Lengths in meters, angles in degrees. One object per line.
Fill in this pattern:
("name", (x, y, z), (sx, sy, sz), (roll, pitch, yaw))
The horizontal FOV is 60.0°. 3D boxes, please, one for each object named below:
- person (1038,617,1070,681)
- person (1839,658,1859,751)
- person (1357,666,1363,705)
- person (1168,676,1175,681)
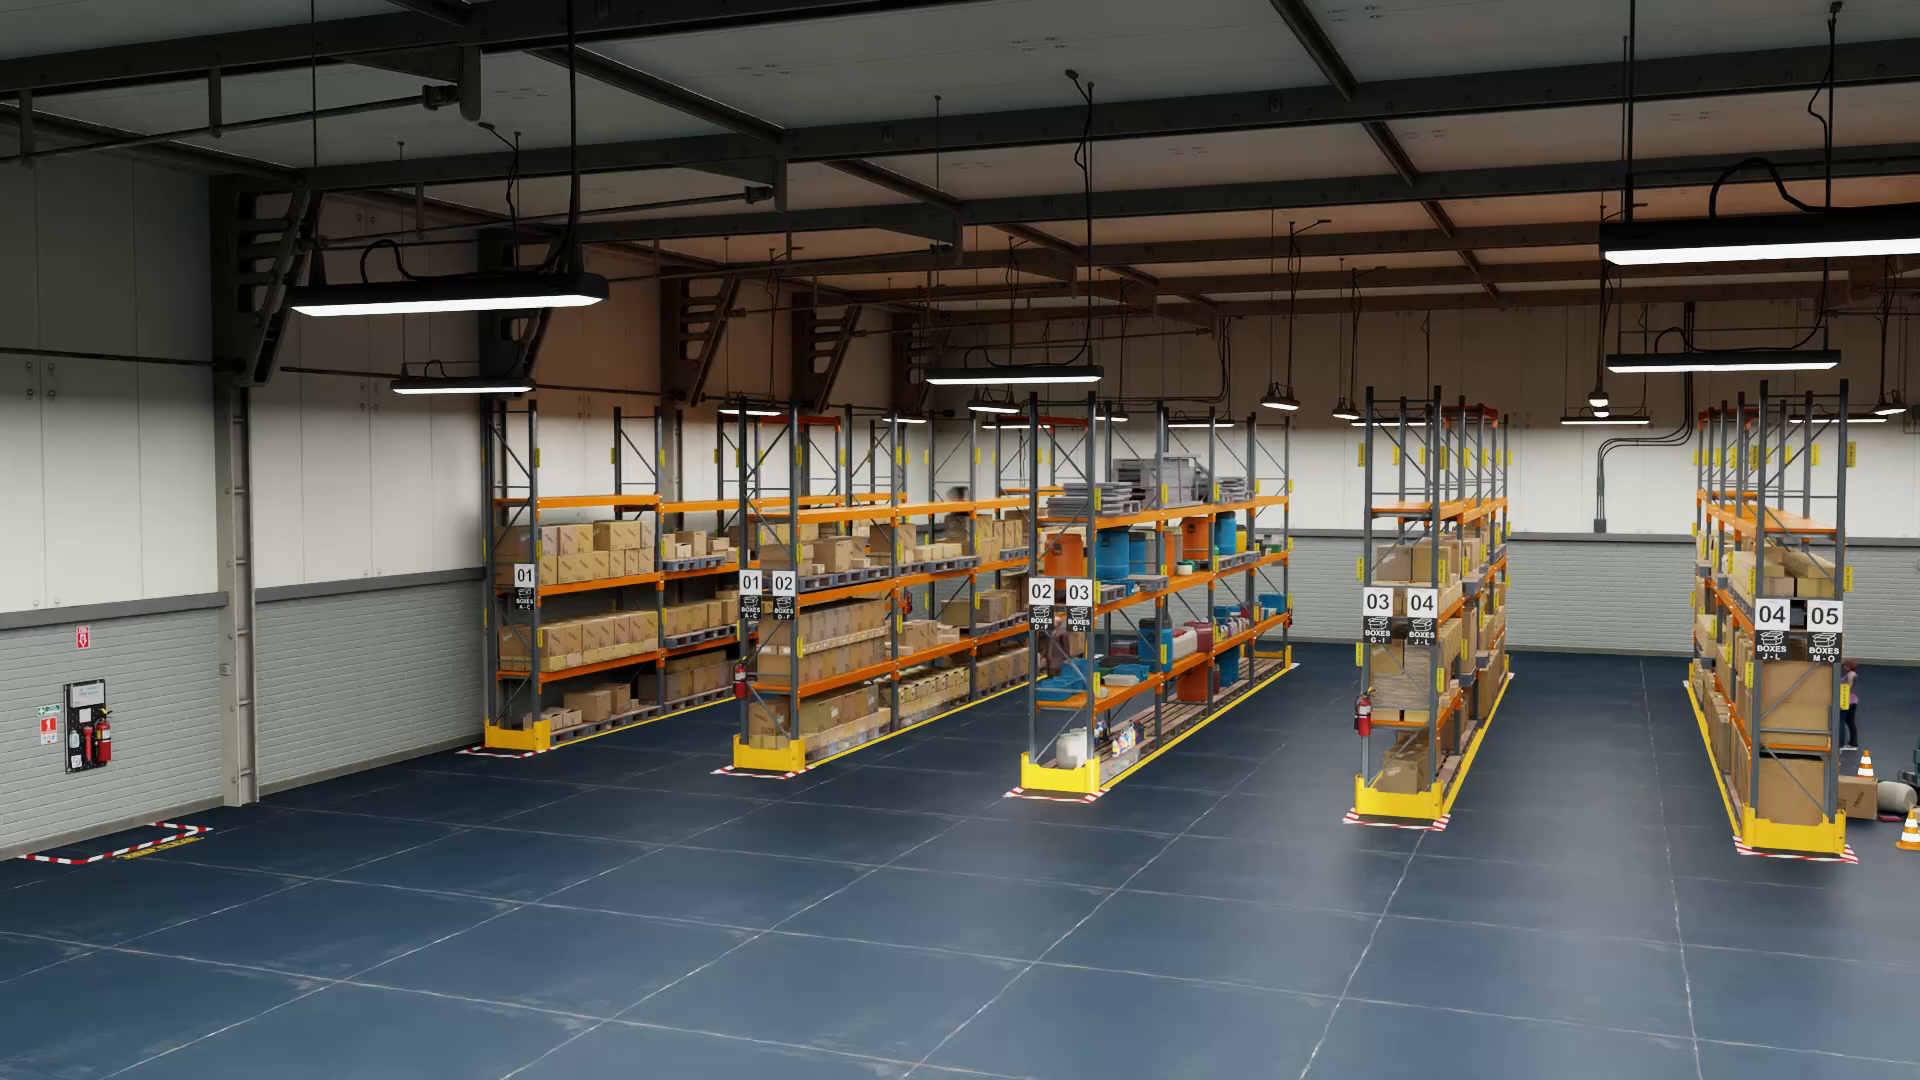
("person", (1.838, 2.555, 33.829), (0.698, 1.603, 0.647), (-2, 4, -38))
("person", (15.142, 2.814, 28.433), (0.502, 1.604, 0.393), (-2, 3, -34))
("person", (8.378, 2.471, 33.699), (0.485, 1.725, 1.079), (1, 3, 28))
("person", (4.413, 2.396, 36.624), (0.467, 1.589, 0.956), (2, 3, 30))
